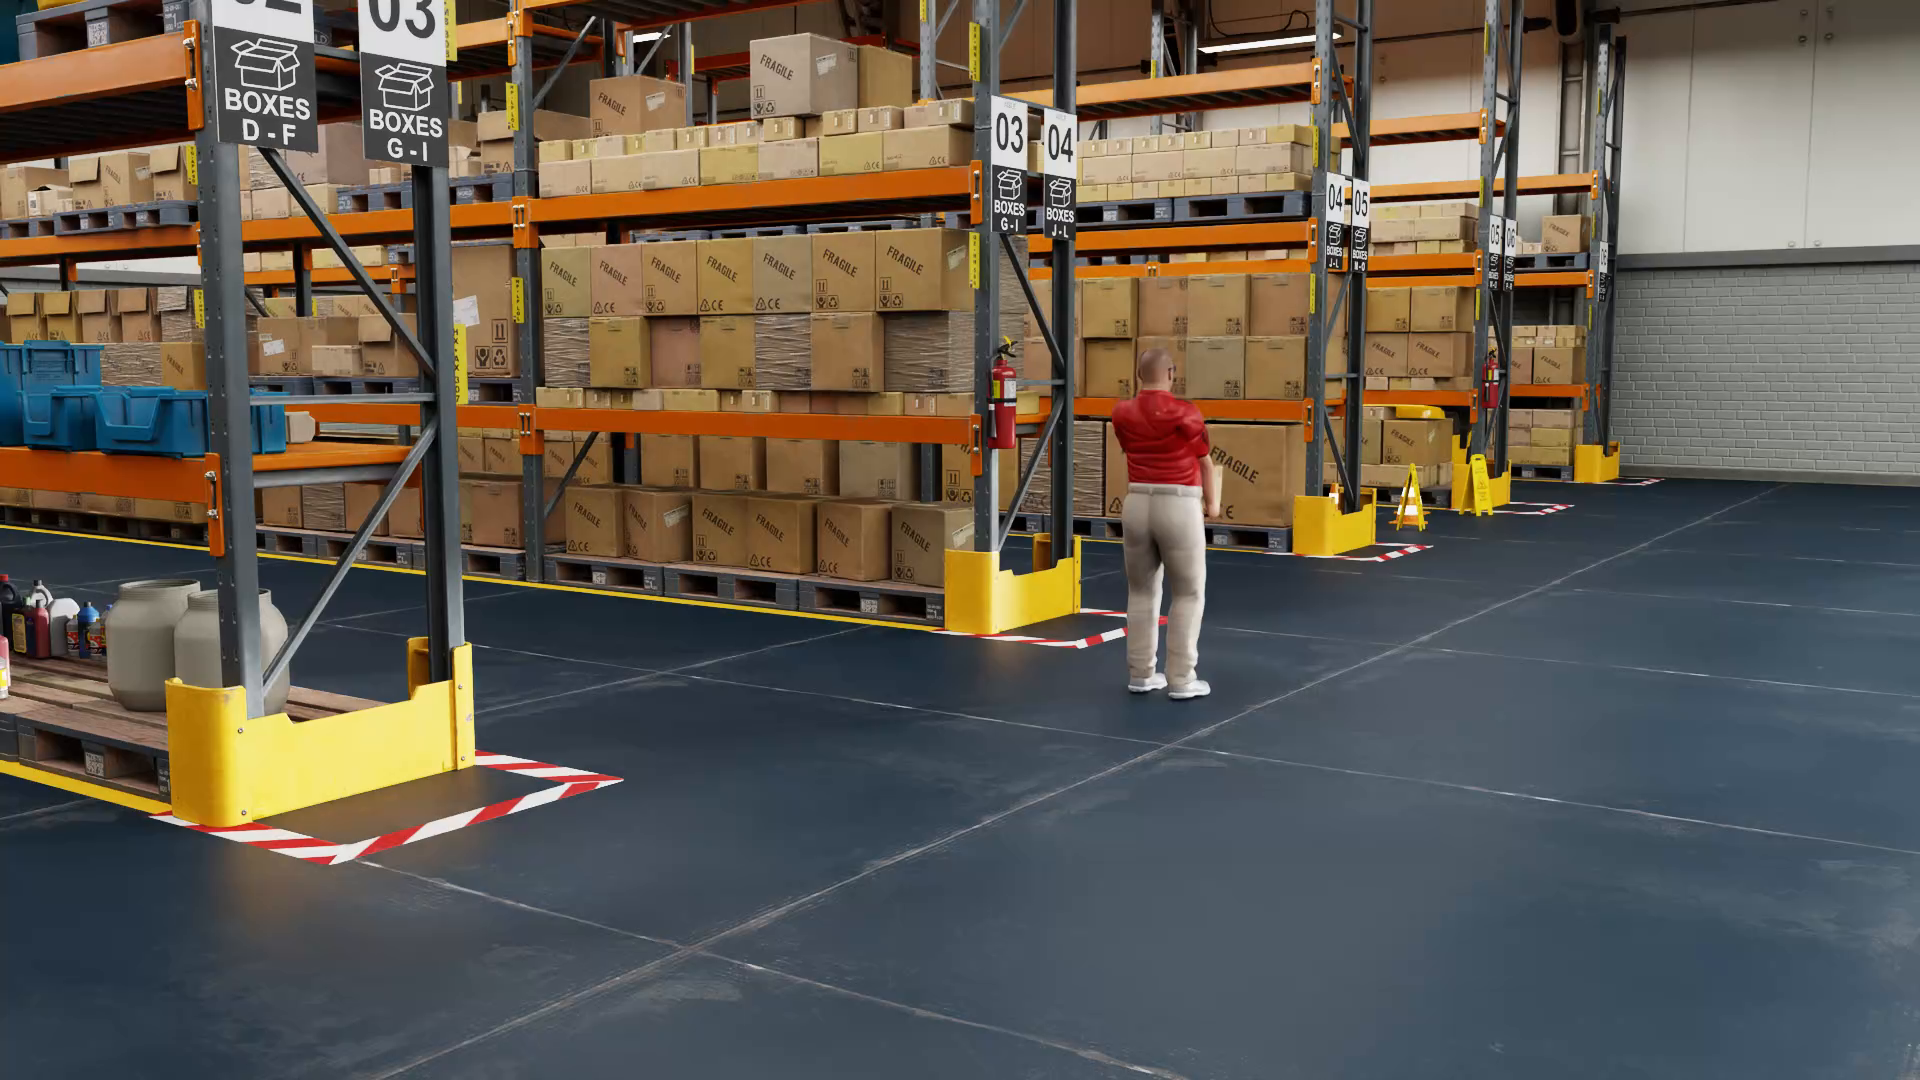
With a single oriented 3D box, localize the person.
[{"bbox_3d":[1.039,-0.094,8.264,0.494,1.719,0.531,4,8,34],"label":"person"}]
